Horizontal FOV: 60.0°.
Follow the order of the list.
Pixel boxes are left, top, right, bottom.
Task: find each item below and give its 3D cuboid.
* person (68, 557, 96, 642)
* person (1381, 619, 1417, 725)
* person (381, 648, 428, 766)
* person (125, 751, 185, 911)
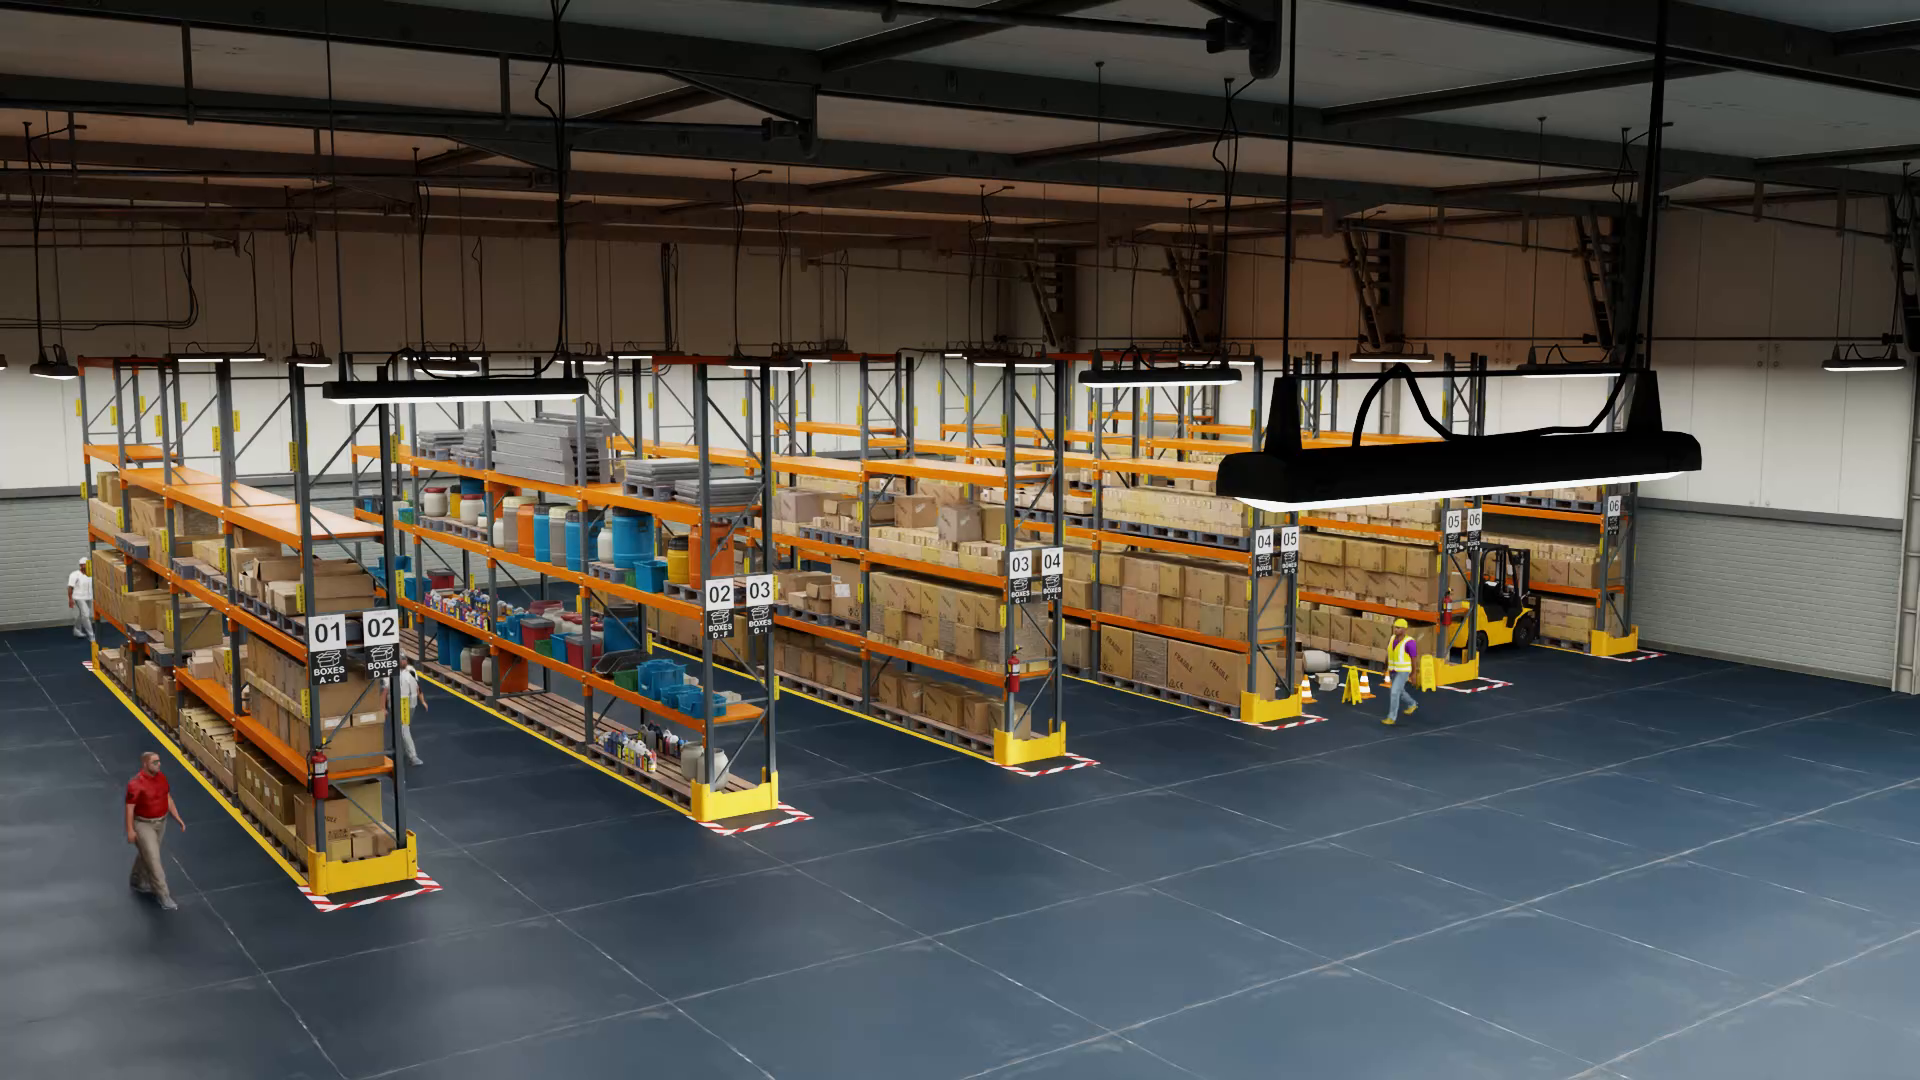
[{"bbox_3d":[-18.364,1.240,34.911,0.936,1.758,0.608,3,8,23],"label":"person"},{"bbox_3d":[7.275,2.151,27.426,1.019,1.731,0.570,-5,8,-34],"label":"person"},{"bbox_3d":[-8.276,2.452,24.802,1.054,1.701,0.638,5,9,36],"label":"person"},{"bbox_3d":[-9.098,3.230,18.730,0.945,1.727,0.609,3,8,23],"label":"person"}]
